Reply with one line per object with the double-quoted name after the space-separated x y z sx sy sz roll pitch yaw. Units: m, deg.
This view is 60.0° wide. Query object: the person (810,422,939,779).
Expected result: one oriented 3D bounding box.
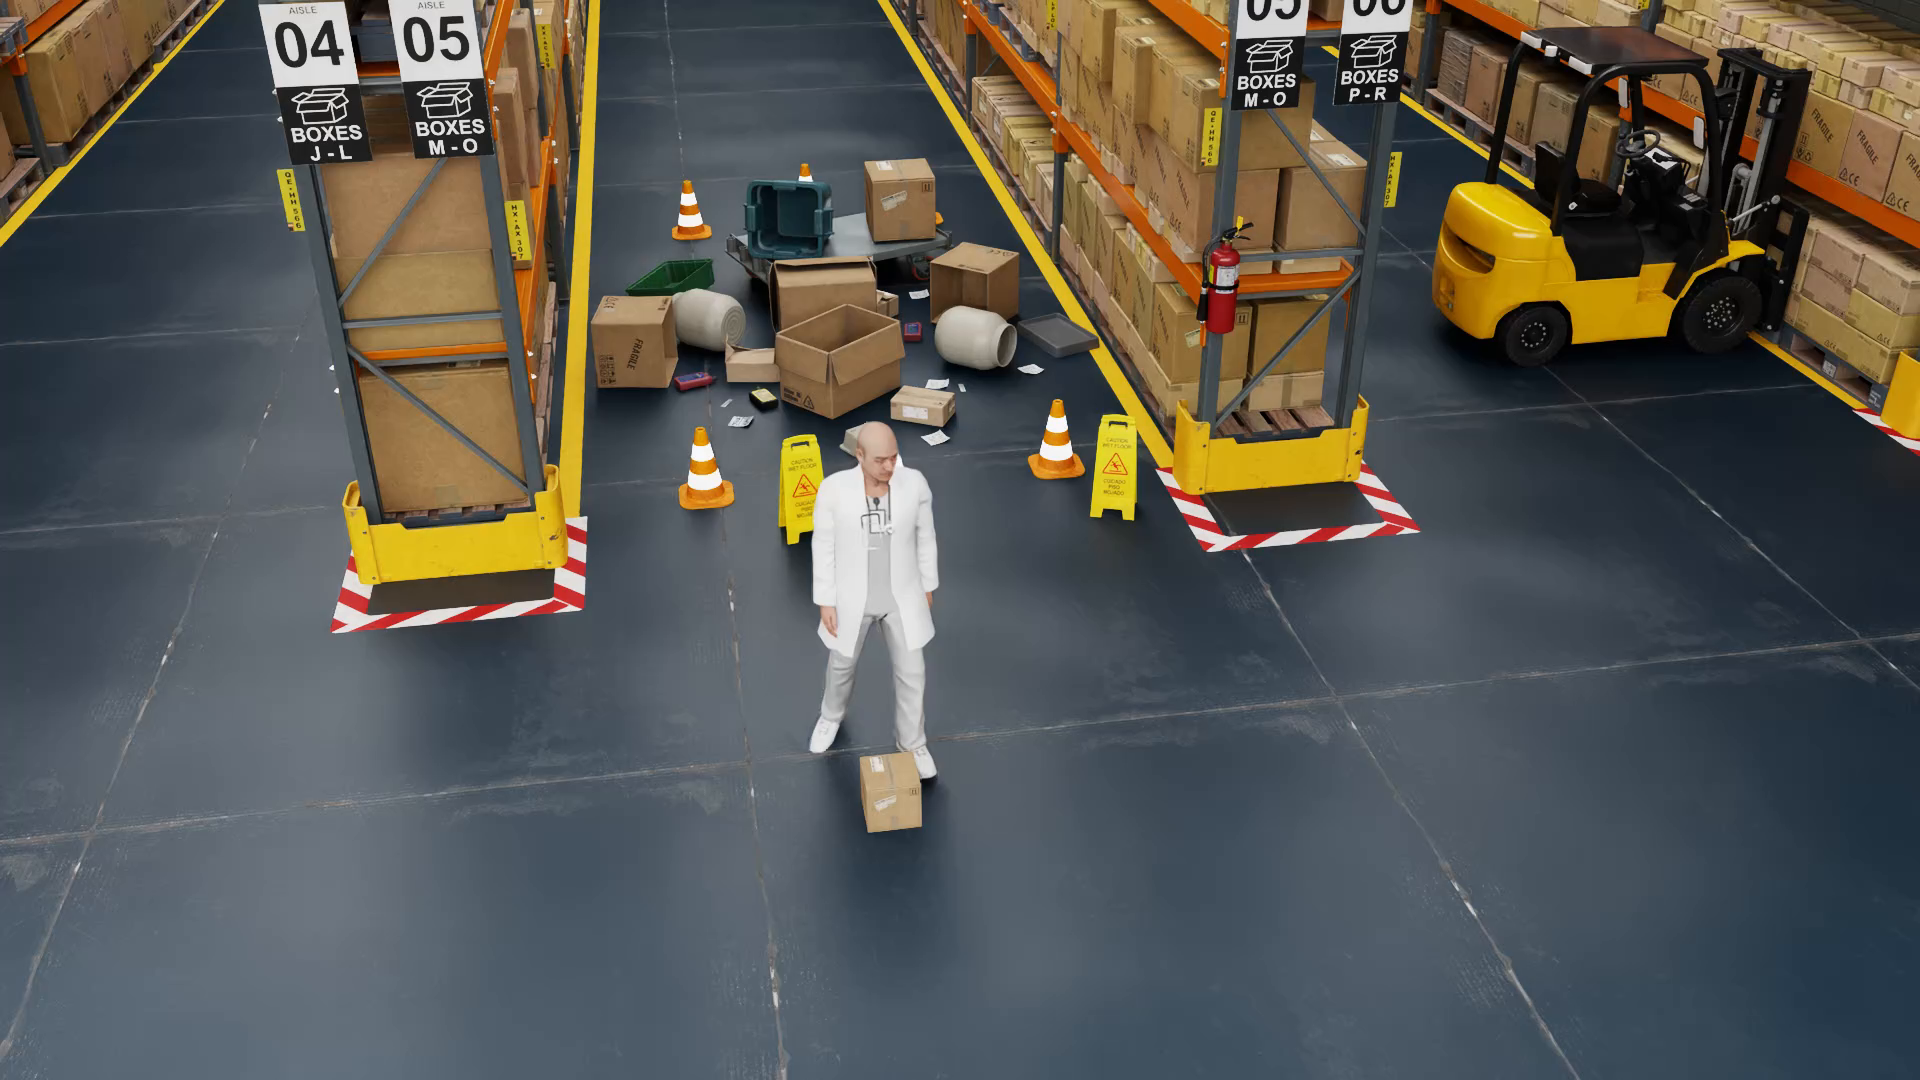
-0.415 0.267 7.735 0.648 1.802 0.664 -6 31 -10 "person"
